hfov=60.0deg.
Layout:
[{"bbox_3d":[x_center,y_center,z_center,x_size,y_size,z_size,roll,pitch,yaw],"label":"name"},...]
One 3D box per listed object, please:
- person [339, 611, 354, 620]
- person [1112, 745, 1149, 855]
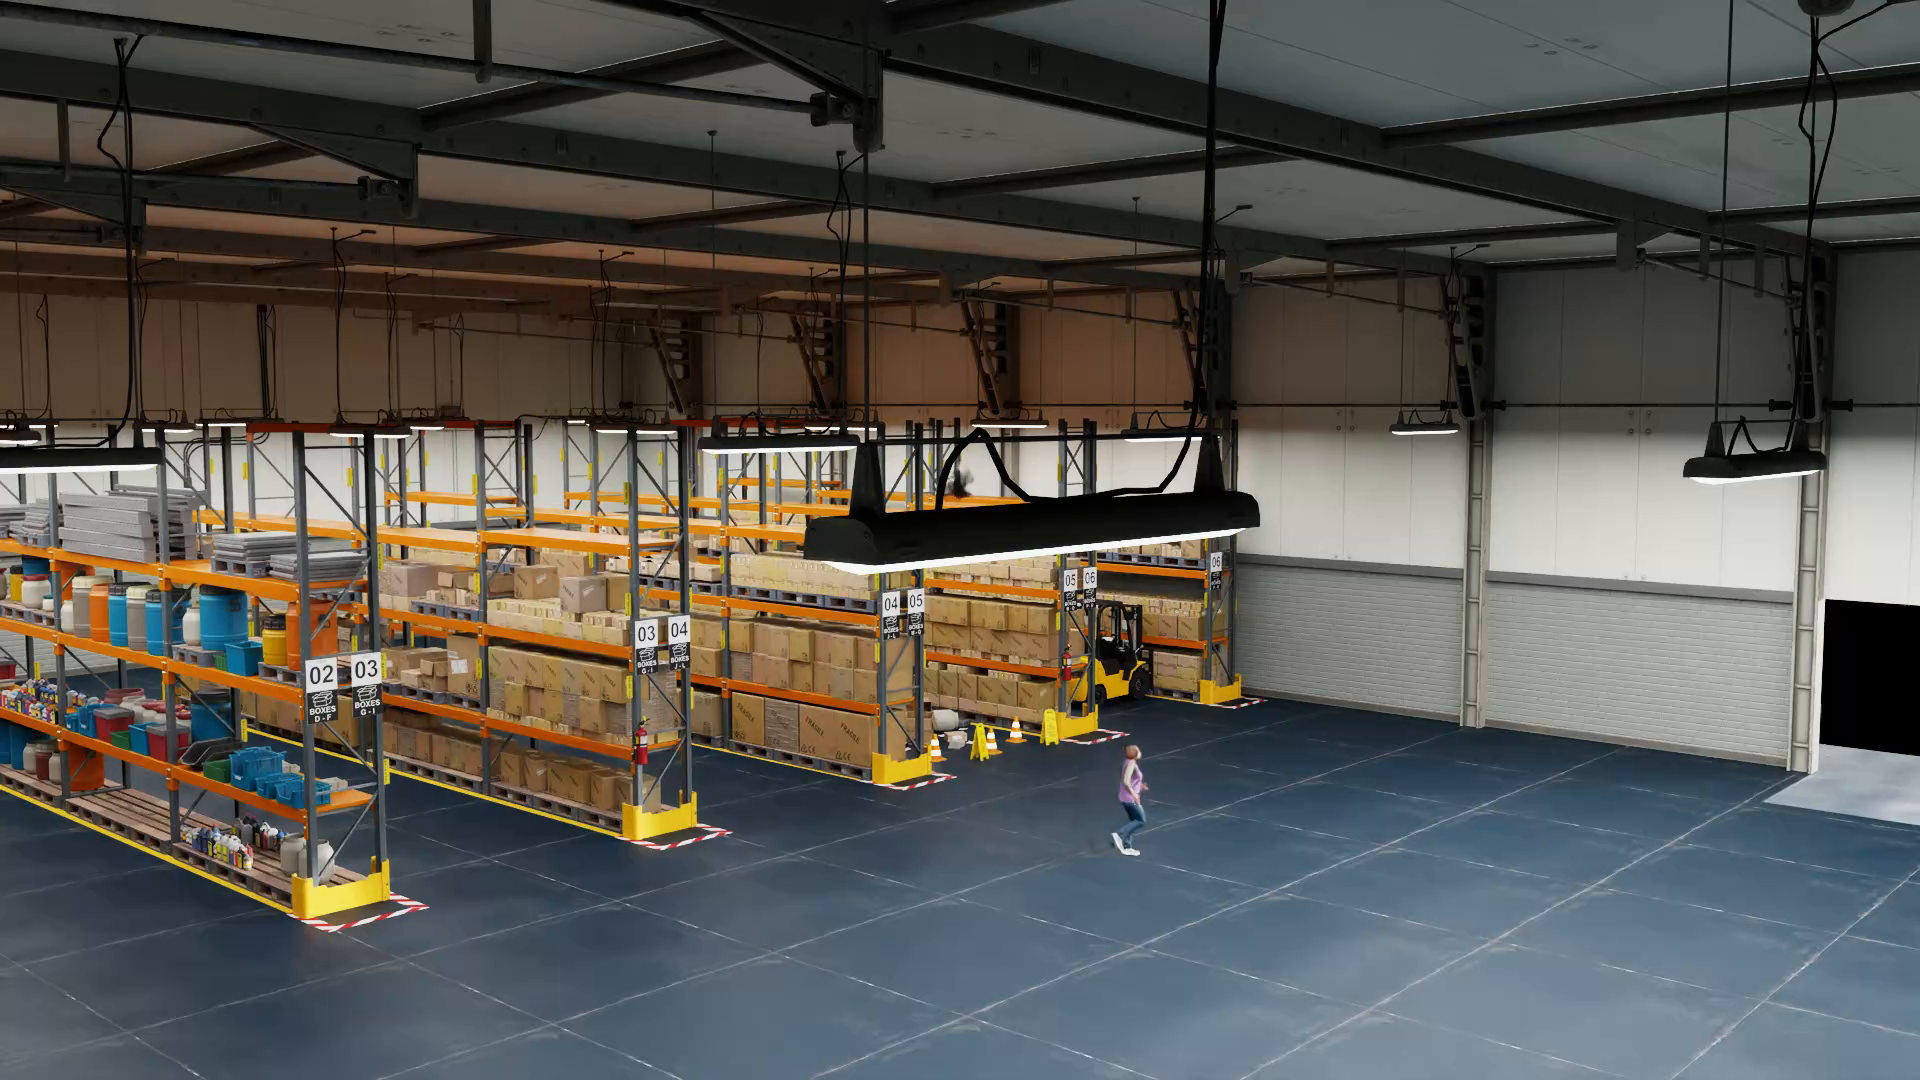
[{"bbox_3d":[-14.196,2.353,38.577,0.744,1.749,0.814,1,5,10],"label":"person"},{"bbox_3d":[2.398,3.649,23.379,0.569,1.569,0.527,-1,5,-7],"label":"person"}]
